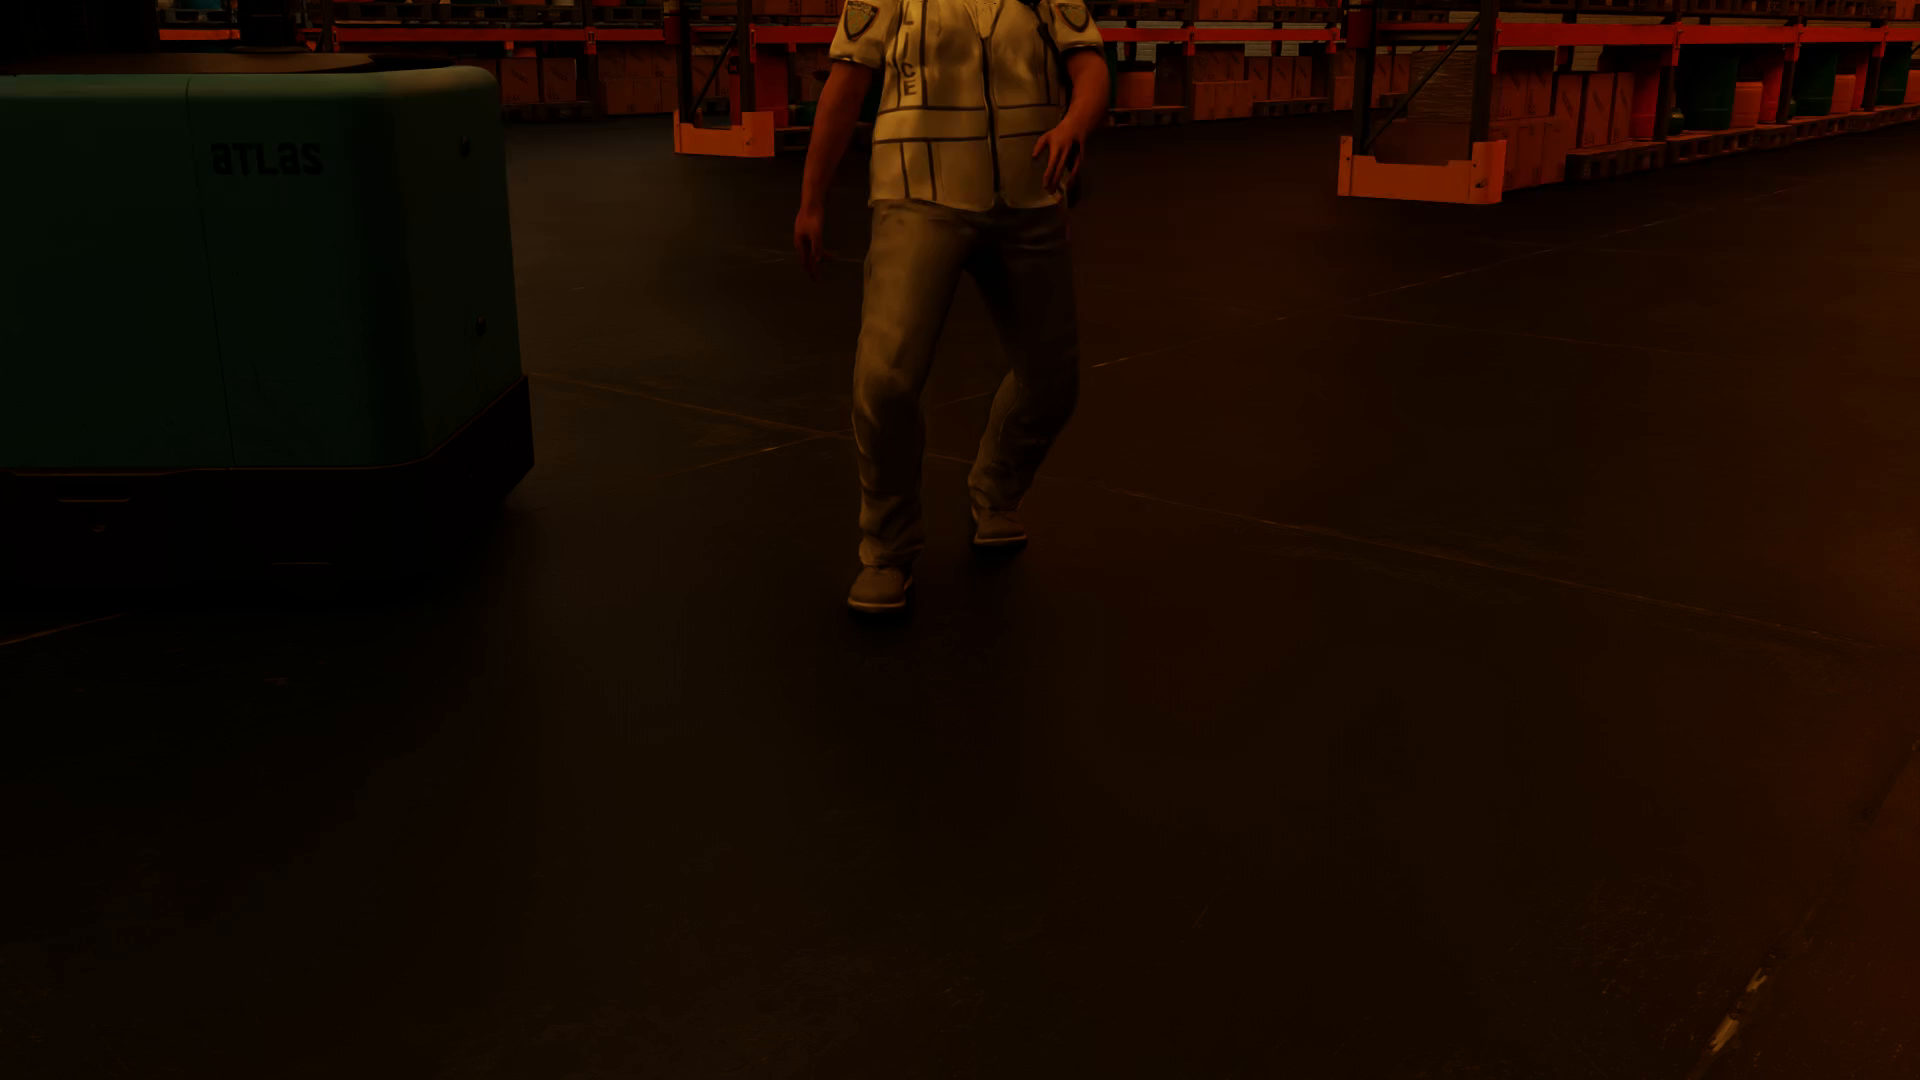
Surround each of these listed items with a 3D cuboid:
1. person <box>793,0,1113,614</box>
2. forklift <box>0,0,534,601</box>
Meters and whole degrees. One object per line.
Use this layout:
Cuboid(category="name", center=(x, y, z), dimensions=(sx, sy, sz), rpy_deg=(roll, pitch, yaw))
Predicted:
Cuboid(category="person", center=(-0.013, -0.672, 3.449), dimensions=(0.651, 1.578, 0.769), rpy_deg=(-6, 18, -20))
Cuboid(category="forklift", center=(-2.617, -1.395, 3.492), dimensions=(3.031, 2.935, 1.130), rpy_deg=(0, 17, -1))
